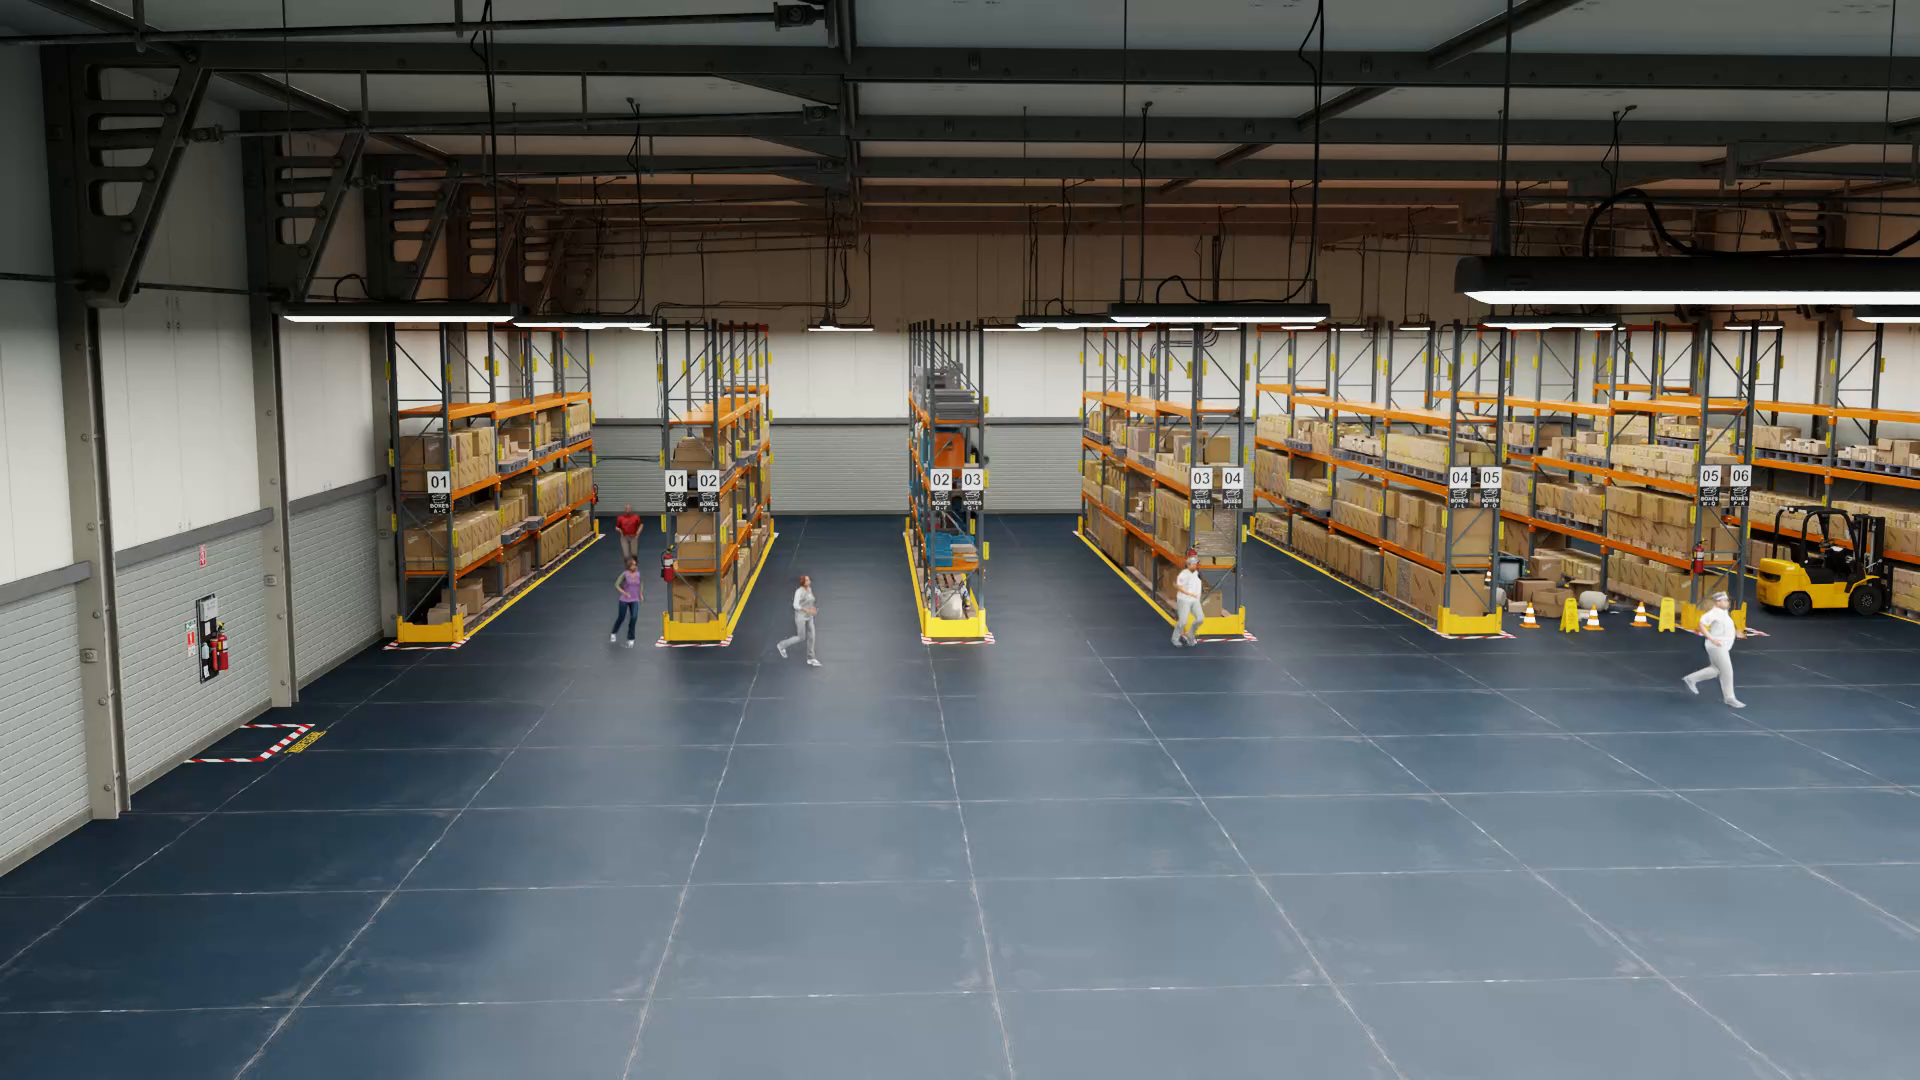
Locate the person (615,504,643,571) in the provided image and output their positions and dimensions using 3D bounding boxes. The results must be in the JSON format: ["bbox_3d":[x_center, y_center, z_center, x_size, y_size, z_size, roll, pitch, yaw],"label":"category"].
[{"bbox_3d":[-7.870,-0.004,39.574,0.652,1.680,0.602,-1,7,-11],"label":"person"}]

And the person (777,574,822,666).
[{"bbox_3d":[-2.765,1.383,28.933,0.806,1.595,0.549,3,8,26],"label":"person"}]

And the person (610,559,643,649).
[{"bbox_3d":[-6.095,1.147,30.708,0.612,1.592,0.815,-4,8,-30],"label":"person"}]

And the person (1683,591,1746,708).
[{"bbox_3d":[11.758,1.669,25.818,0.927,1.791,0.664,5,9,36],"label":"person"}]

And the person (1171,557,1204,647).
[{"bbox_3d":[4.237,1.155,30.600,0.654,1.698,0.608,-5,9,-35],"label":"person"}]
